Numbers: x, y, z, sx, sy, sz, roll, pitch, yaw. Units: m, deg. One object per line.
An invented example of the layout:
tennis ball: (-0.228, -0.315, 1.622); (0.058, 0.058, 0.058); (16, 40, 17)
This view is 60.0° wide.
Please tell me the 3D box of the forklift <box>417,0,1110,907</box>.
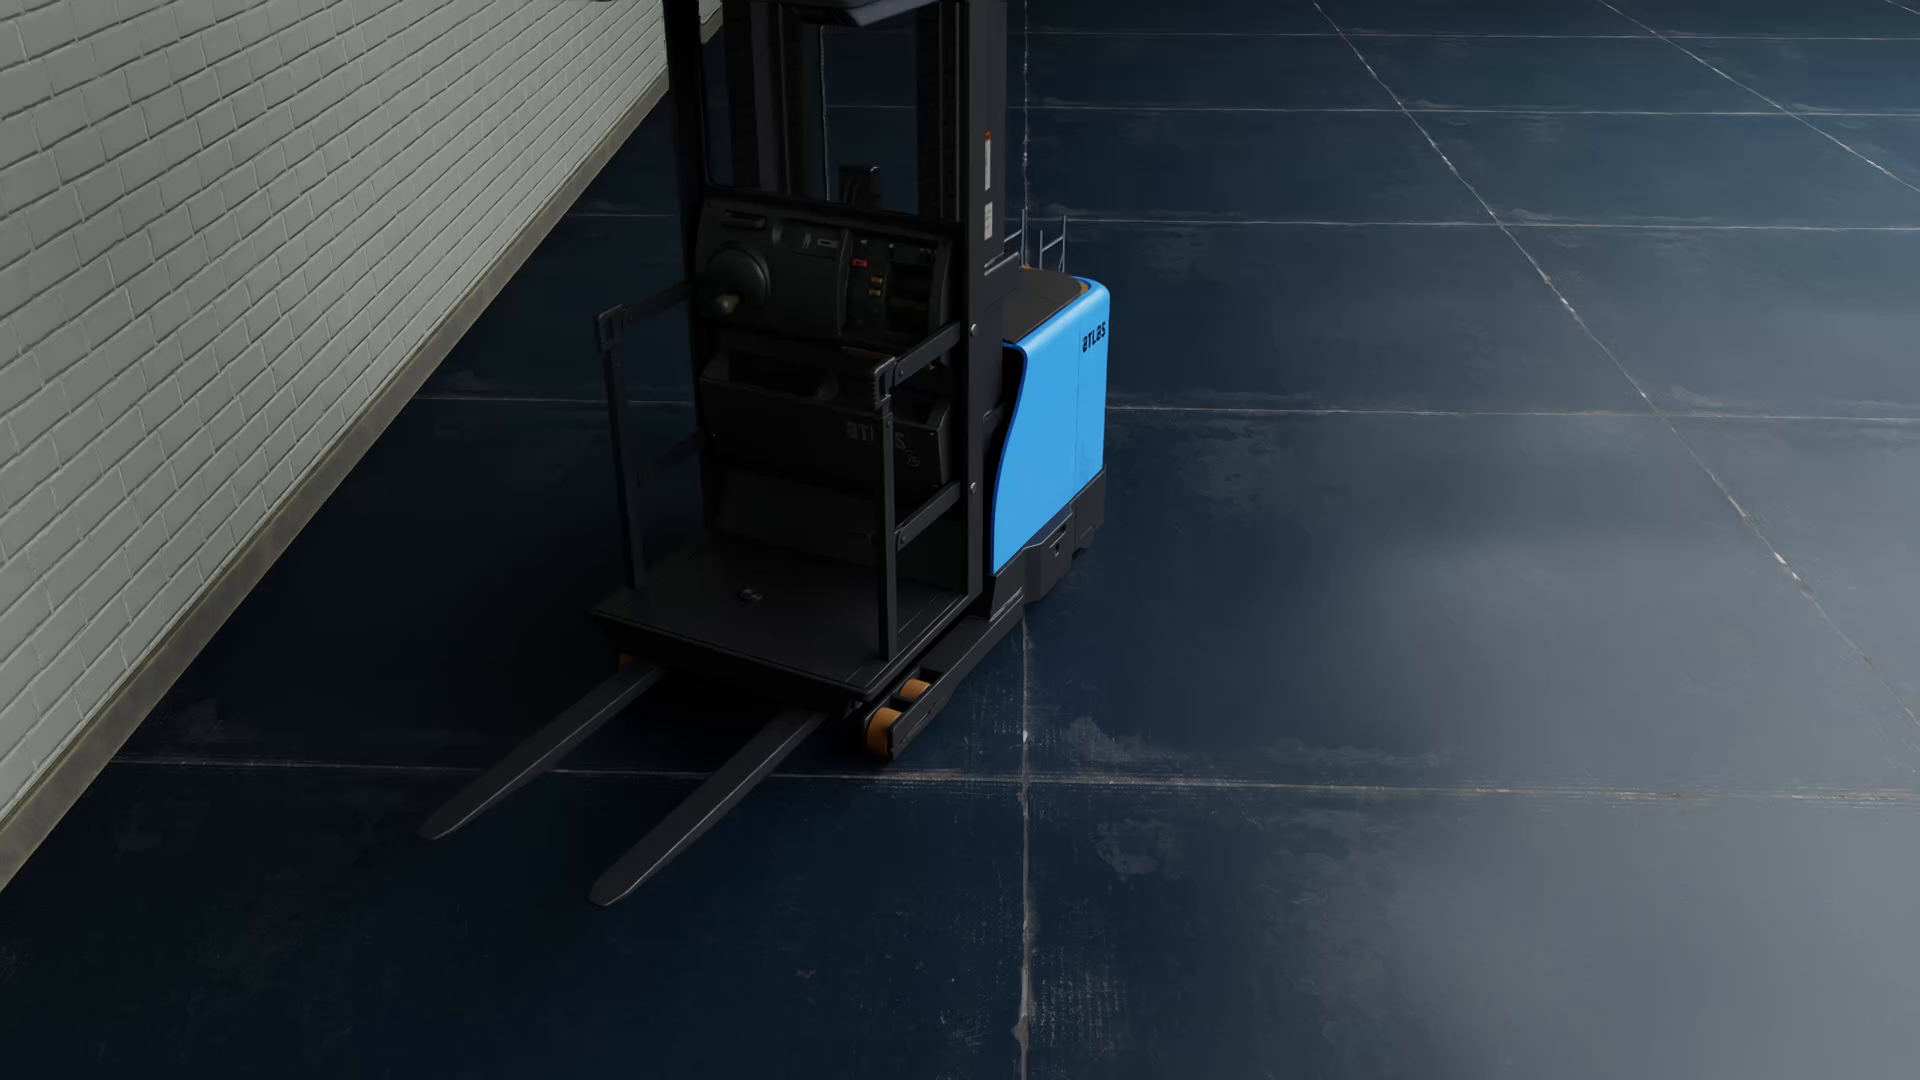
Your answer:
forklift: (-0.544, -0.822, 5.171); (1.130, 2.935, 3.031); (14, 31, 24)

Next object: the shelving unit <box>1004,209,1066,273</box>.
shelving unit: (0.282, -0.735, 6.854); (0.189, 1.200, 0.258); (14, 31, 24)

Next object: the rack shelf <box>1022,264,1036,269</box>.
rack shelf: (0.282, -1.014, 6.707); (0.180, 0.103, 0.258); (14, 31, 24)

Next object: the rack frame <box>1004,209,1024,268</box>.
rack frame: (0.201, -0.754, 6.891); (0.006, 1.200, 0.240); (14, 31, 24)

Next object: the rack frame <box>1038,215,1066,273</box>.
rack frame: (0.363, -0.715, 6.817); (0.006, 1.200, 0.240); (14, 31, 24)
